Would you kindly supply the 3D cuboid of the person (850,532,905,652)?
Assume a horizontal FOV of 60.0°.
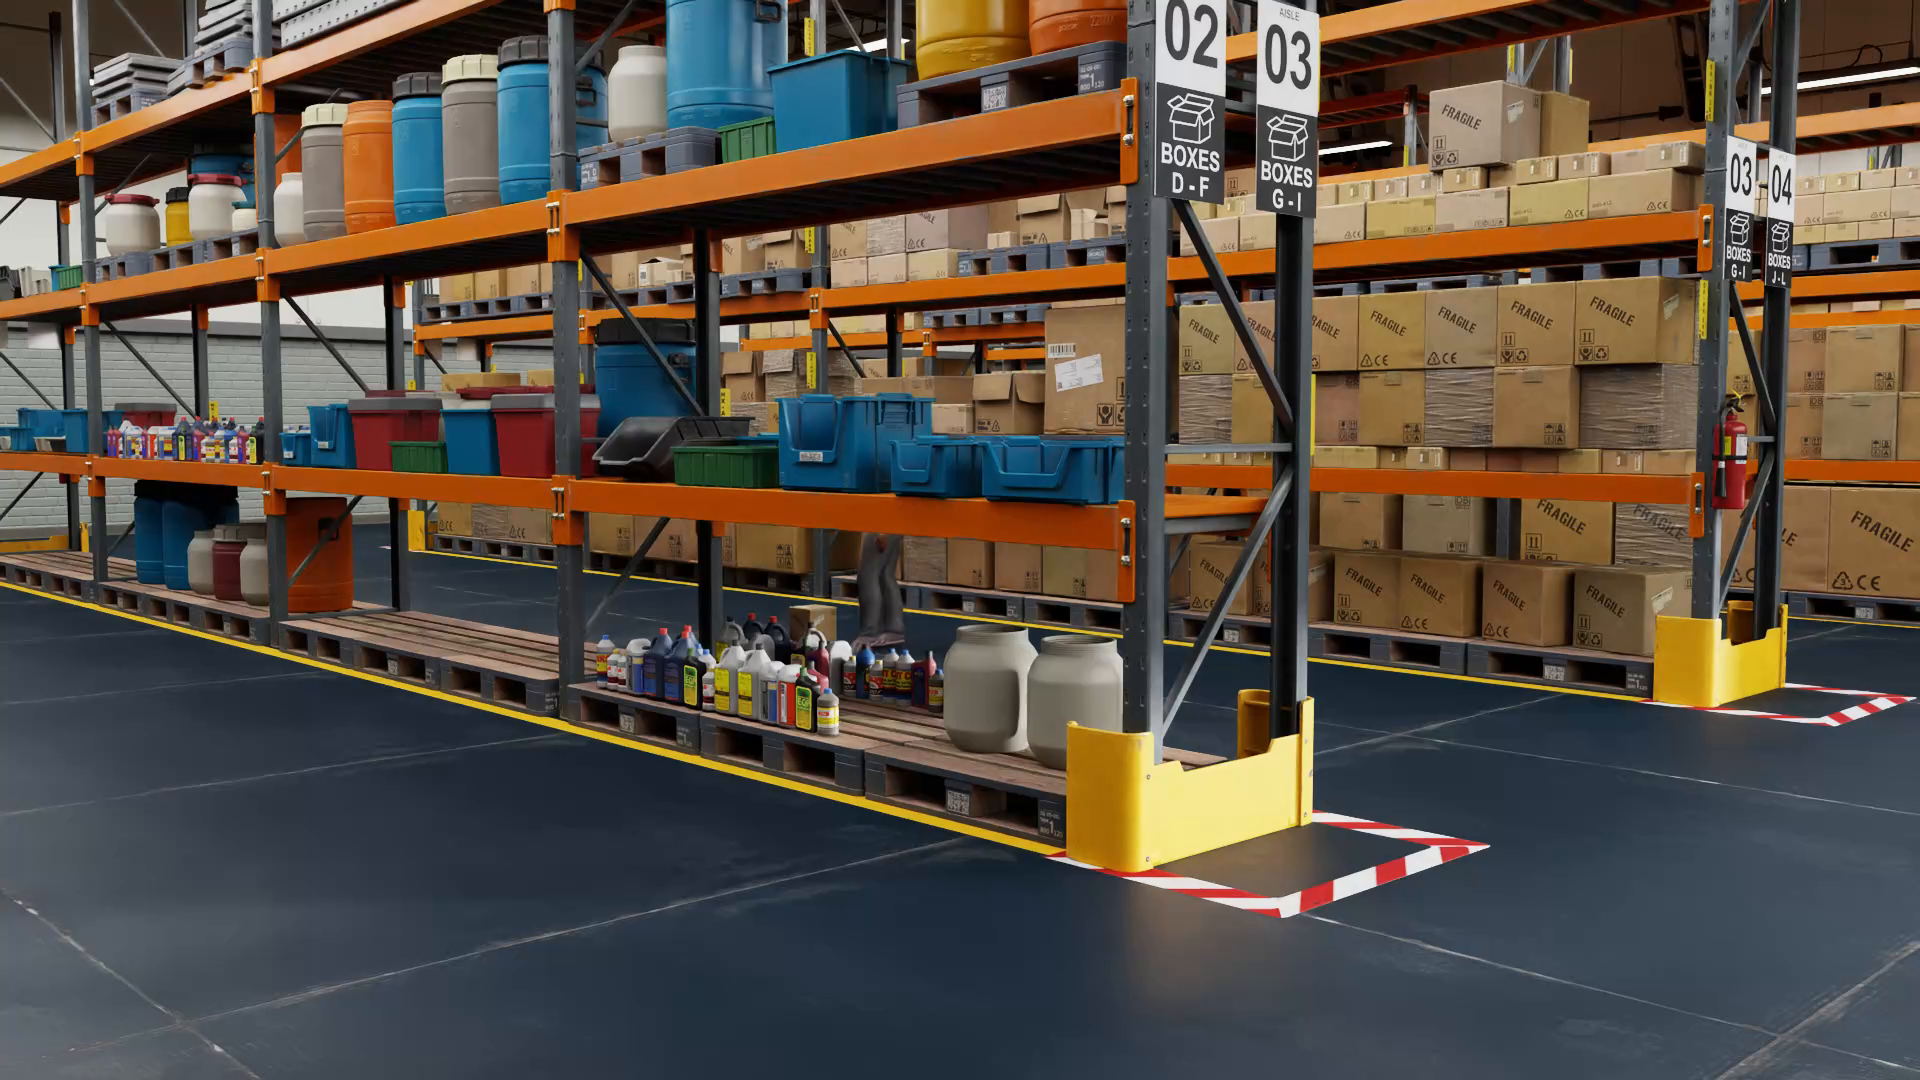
[{"bbox_3d":[-0.624,-0.049,11.864,0.479,1.687,0.506,0,4,-6],"label":"person"}]
